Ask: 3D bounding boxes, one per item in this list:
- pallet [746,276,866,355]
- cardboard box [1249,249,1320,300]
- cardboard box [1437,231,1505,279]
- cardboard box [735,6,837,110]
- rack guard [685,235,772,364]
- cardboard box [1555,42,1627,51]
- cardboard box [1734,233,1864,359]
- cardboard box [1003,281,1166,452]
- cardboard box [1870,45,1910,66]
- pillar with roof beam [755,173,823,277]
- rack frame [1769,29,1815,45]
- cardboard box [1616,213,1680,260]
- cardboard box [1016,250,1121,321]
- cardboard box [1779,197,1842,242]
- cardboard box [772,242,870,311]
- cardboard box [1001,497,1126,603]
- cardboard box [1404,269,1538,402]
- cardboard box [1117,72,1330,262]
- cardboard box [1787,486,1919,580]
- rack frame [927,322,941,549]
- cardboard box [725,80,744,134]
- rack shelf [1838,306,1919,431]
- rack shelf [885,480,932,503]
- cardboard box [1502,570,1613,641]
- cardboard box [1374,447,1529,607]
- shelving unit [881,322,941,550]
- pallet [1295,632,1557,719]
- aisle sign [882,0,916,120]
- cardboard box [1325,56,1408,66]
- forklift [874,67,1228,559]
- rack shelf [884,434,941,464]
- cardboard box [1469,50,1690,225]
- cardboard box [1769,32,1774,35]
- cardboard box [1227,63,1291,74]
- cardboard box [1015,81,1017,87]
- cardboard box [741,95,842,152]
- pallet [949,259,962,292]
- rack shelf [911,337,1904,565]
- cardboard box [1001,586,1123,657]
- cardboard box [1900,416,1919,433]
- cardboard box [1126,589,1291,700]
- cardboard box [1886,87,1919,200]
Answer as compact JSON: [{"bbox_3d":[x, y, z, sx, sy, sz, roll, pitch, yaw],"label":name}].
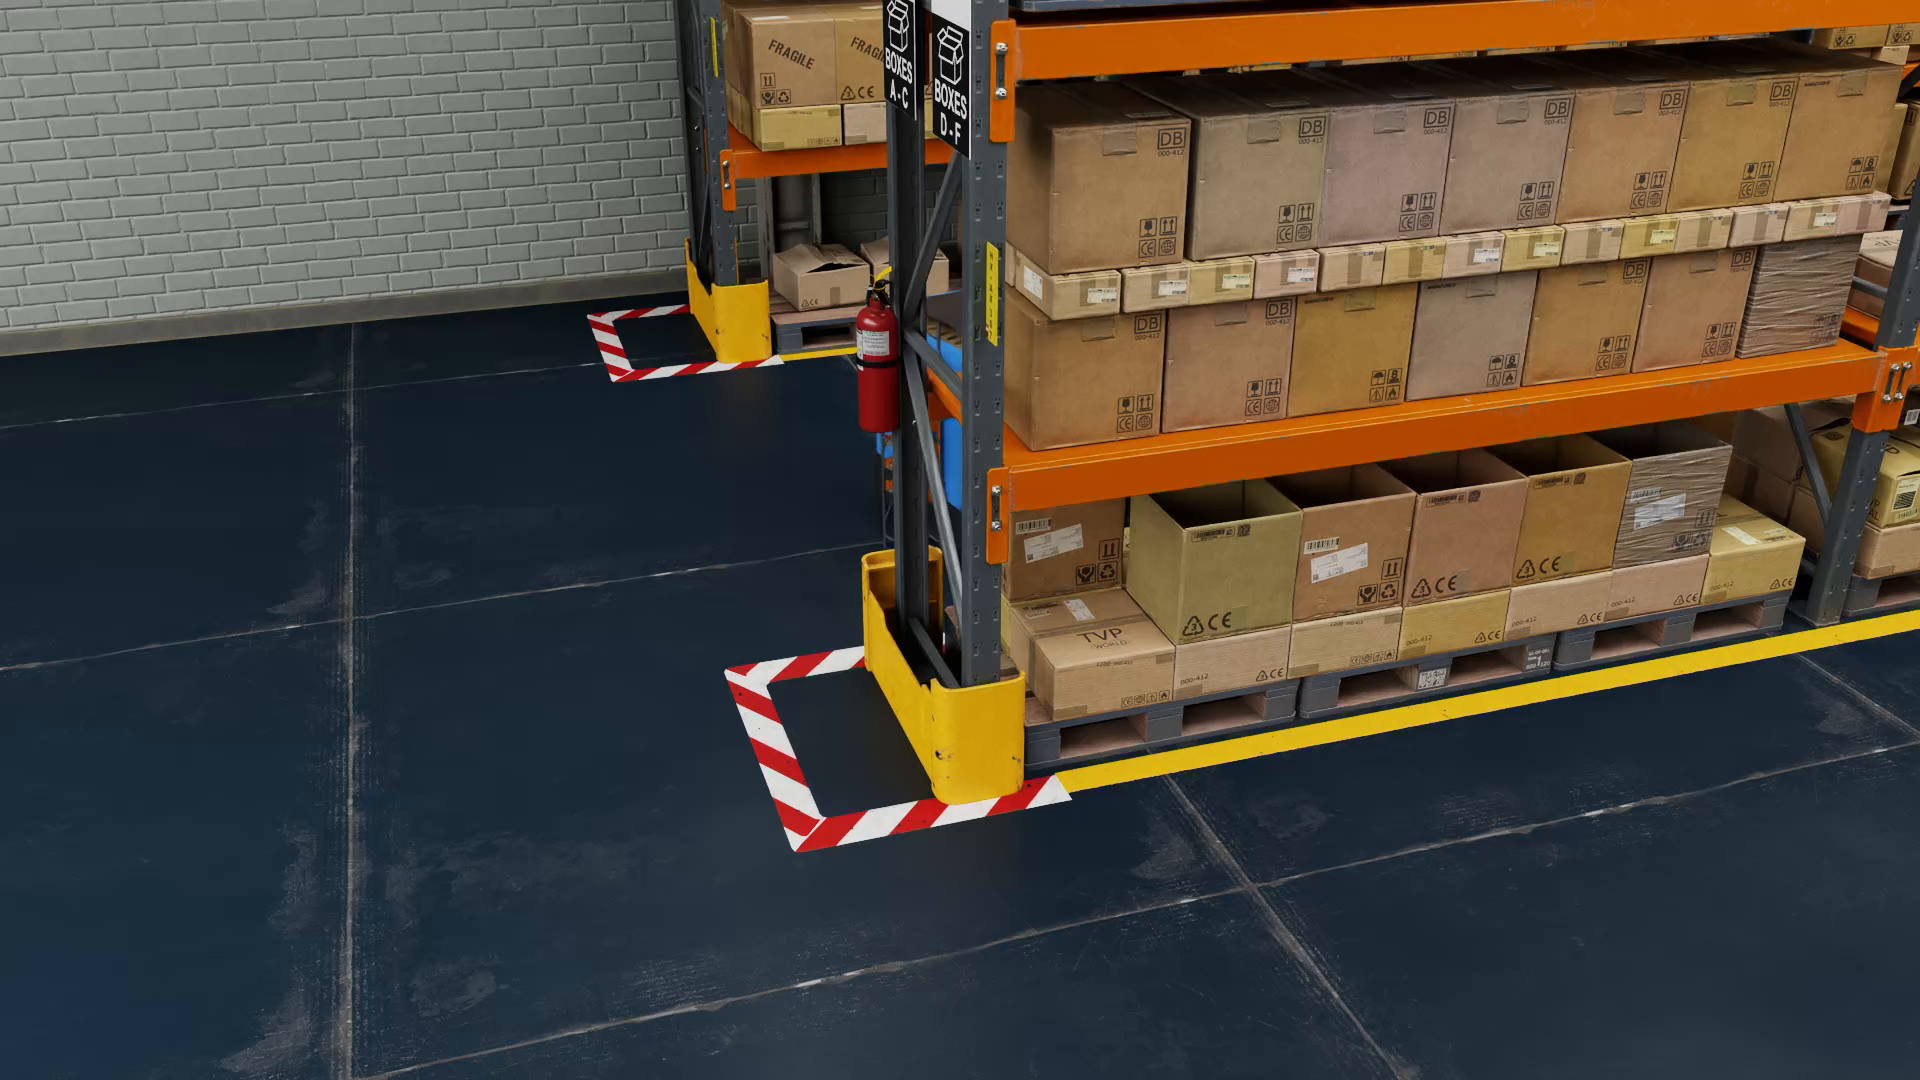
[{"bbox_3d":[-0.744,-1.567,11.168,1.213,0.211,1.003,-8,28,-16],"label":"pallet"},{"bbox_3d":[1.106,-1.018,6.084,0.250,0.149,0.380,-9,28,-17],"label":"cardboard box"},{"bbox_3d":[1.840,-1.124,6.298,0.250,0.149,0.380,-8,27,-16],"label":"cardboard box"},{"bbox_3d":[-1.052,-2.924,10.070,0.500,0.500,0.500,-8,28,-16],"label":"cardboard box"},{"bbox_3d":[-1.527,-1.599,10.909,0.348,0.500,1.175,-8,28,-16],"label":"rack guard"},{"bbox_3d":[4.386,-3.802,11.927,0.500,0.500,0.700,-8,28,-16],"label":"cardboard box"},{"bbox_3d":[3.322,-1.146,7.073,0.500,0.500,0.700,-9,28,-17],"label":"cardboard box"},{"bbox_3d":[0.386,-0.718,6.210,0.500,0.500,0.700,-8,28,-16],"label":"cardboard box"},{"bbox_3d":[6.913,-3.685,12.560,0.250,0.149,0.380,-7,27,-15],"label":"cardboard box"},{"bbox_3d":[0.131,-4.037,6.262,0.400,9.000,9.100,-8,28,-16],"label":"pillar with roof beam"},{"bbox_3d":[6.007,-3.810,12.551,0.127,3.000,1.000,-8,28,-16],"label":"rack frame"},{"bbox_3d":[2.581,-1.233,6.518,0.250,0.149,0.380,-8,28,-16],"label":"cardboard box"},{"bbox_3d":[0.378,-0.913,5.873,0.250,0.149,0.380,-8,28,-16],"label":"cardboard box"},{"bbox_3d":[3.314,-1.339,6.732,0.250,0.149,0.380,-9,28,-17],"label":"cardboard box"},{"bbox_3d":[-0.914,-1.758,10.947,0.500,0.311,0.500,-12,29,-22],"label":"cardboard box"},{"bbox_3d":[0.356,-0.106,6.867,0.500,0.500,0.500,-8,28,-16],"label":"cardboard box"},{"bbox_3d":[1.857,-0.932,6.642,0.500,0.500,0.700,-7,27,-15],"label":"cardboard box"},{"bbox_3d":[0.935,-1.381,6.087,0.500,0.500,0.700,-9,28,-17],"label":"cardboard box"},{"bbox_3d":[4.202,-0.072,7.642,0.500,0.250,0.500,-9,28,-17],"label":"cardboard box"},{"bbox_3d":[-0.155,-0.491,7.889,0.006,1.200,0.240,-15,30,-28],"label":"rack frame"},{"bbox_3d":[-1.215,-2.796,10.655,0.500,0.250,0.500,-8,27,-15],"label":"cardboard box"},{"bbox_3d":[5.643,-1.118,7.938,4.000,0.370,1.077,-8,28,-16],"label":"rack shelf"},{"bbox_3d":[-0.233,-0.215,7.973,0.180,0.103,0.258,-15,30,-28],"label":"rack shelf"},{"bbox_3d":[2.419,0.175,7.145,0.500,0.250,0.500,-8,28,-16],"label":"cardboard box"},{"bbox_3d":[1.944,-0.092,6.838,0.500,0.500,0.500,-8,28,-16],"label":"cardboard box"},{"bbox_3d":[-0.233,-0.470,7.847,0.189,1.200,0.258,-15,30,-28],"label":"shelving unit"},{"bbox_3d":[1.810,0.345,7.317,1.213,0.211,1.003,-8,28,-16],"label":"pallet"},{"bbox_3d":[-0.215,-1.894,5.768,0.004,0.787,0.394,-8,28,-16],"label":"aisle sign"},{"bbox_3d":[2.698,-3.556,11.433,0.500,0.500,0.700,-8,28,-16],"label":"cardboard box"},{"bbox_3d":[1.089,-1.660,8.299,3.031,2.935,1.130,-15,30,-28],"label":"forklift"},{"bbox_3d":[-0.233,-0.430,7.866,0.180,0.103,0.258,-15,30,-28],"label":"rack shelf"},{"bbox_3d":[2.365,-1.588,6.505,0.500,0.500,0.700,-8,28,-16],"label":"cardboard box"},{"bbox_3d":[6.375,-4.173,12.813,0.500,0.500,0.500,-8,28,-16],"label":"cardboard box"},{"bbox_3d":[1.850,-3.341,10.909,0.500,0.500,0.500,-8,28,-16],"label":"cardboard box"},{"bbox_3d":[0.401,-3.133,10.490,0.500,0.500,0.500,-7,27,-14],"label":"cardboard box"},{"bbox_3d":[-1.037,-2.583,10.226,0.500,0.250,0.500,-9,28,-18],"label":"cardboard box"},{"bbox_3d":[0.414,-1.733,11.503,1.213,0.211,1.003,-8,28,-16],"label":"pallet"},{"bbox_3d":[1.840,-0.567,6.829,4.000,0.370,1.077,-8,28,-16],"label":"rack shelf"},{"bbox_3d":[0.357,0.231,7.032,0.500,0.250,0.500,-8,28,-16],"label":"cardboard box"},{"bbox_3d":[4.689,-0.391,7.654,0.500,0.311,0.500,-9,28,-17],"label":"cardboard box"},{"bbox_3d":[0.991,0.379,6.733,0.500,0.250,0.500,-8,28,-16],"label":"cardboard box"},{"bbox_3d":[7.582,-3.199,13.265,0.750,0.750,0.750,-8,28,-16],"label":"cardboard box"}]
